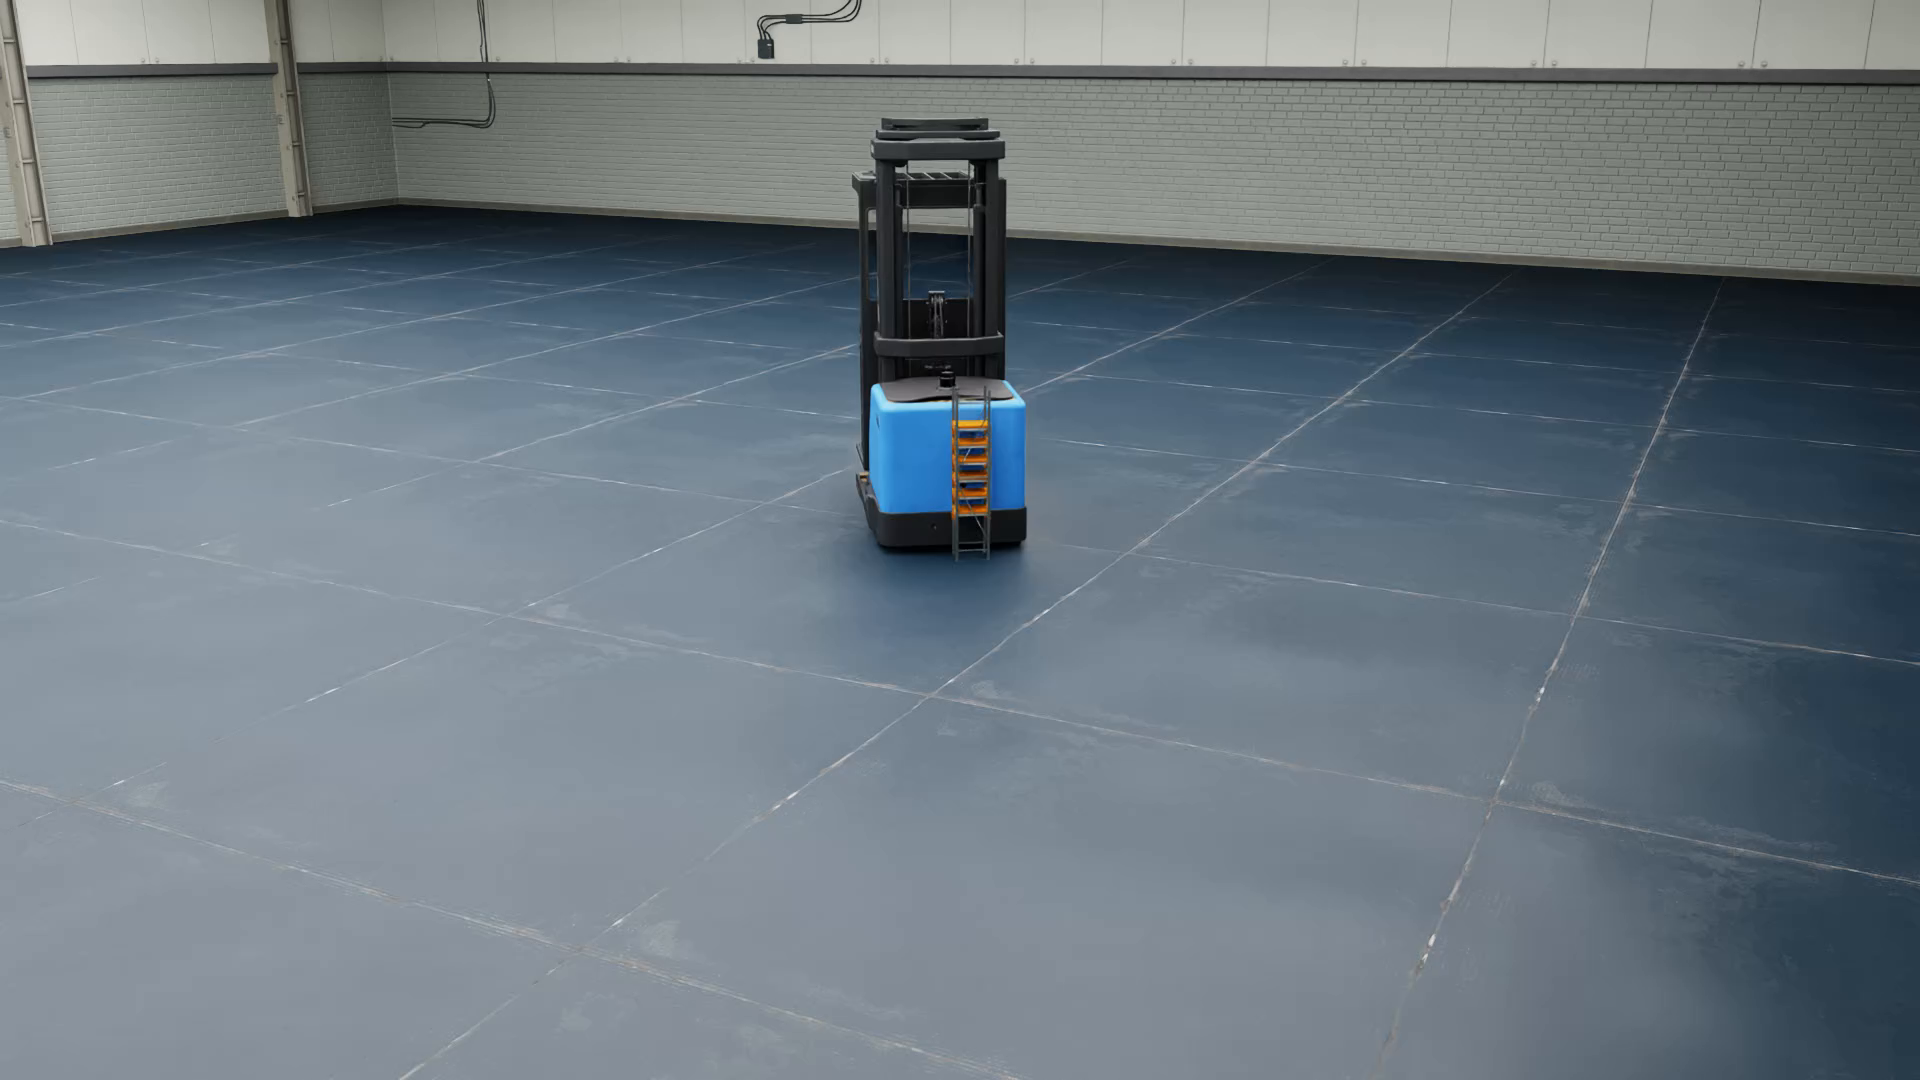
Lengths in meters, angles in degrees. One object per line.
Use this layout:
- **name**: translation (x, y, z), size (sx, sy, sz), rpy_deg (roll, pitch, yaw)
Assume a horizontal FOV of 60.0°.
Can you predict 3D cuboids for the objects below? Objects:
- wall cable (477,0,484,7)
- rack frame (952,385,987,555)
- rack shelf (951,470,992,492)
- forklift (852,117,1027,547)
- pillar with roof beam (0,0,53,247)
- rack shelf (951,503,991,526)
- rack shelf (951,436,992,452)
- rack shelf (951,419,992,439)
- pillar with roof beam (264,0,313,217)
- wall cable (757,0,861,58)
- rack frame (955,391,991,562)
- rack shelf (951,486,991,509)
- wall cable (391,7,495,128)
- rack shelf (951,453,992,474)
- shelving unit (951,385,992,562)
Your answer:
- **wall cable**: translation (-8.956, -12.305, 34.231), size (3.097, 2.526, 0.112), rpy_deg (8, 18, 25)
- **rack frame**: translation (0.064, -0.477, 11.523), size (0.240, 1.200, 0.006), rpy_deg (-2, 17, -7)
- **rack shelf**: translation (0.076, -0.409, 11.449), size (0.258, 0.103, 0.180), rpy_deg (-2, 17, -7)
- **forklift**: translation (-0.236, -1.732, 12.709), size (1.130, 2.935, 3.031), rpy_deg (-2, 17, -7)
- **pillar with roof beam**: translation (-12.705, -9.058, 26.717), size (9.100, 9.000, 0.400), rpy_deg (8, 18, 25)
- **rack shelf**: translation (0.076, -0.179, 11.517), size (0.258, 0.103, 0.180), rpy_deg (-2, 17, -7)
- **rack shelf**: translation (0.076, -0.639, 11.381), size (0.258, 0.103, 0.180), rpy_deg (-2, 17, -7)
- **rack shelf**: translation (0.076, -0.754, 11.347), size (0.258, 0.103, 0.180), rpy_deg (-2, 17, -7)
- **pillar with roof beam**: translation (-10.024, -10.587, 31.863), size (9.100, 9.000, 0.400), rpy_deg (8, 18, 25)
- **wall cable**: translation (-2.890, -12.135, 31.102), size (2.305, 6.003, 0.169), rpy_deg (8, 18, 25)
- **rack frame**: translation (0.088, -0.425, 11.350), size (0.240, 1.200, 0.006), rpy_deg (-2, 17, -7)
- **rack shelf**: translation (0.076, -0.294, 11.483), size (0.258, 0.103, 0.180), rpy_deg (-2, 17, -7)
- **wall cable**: translation (-11.376, -10.228, 36.109), size (3.097, 2.526, 0.112), rpy_deg (8, 18, 25)
- **rack shelf**: translation (0.076, -0.524, 11.415), size (0.258, 0.103, 0.180), rpy_deg (-2, 17, -7)
- **shelving unit**: translation (0.076, -0.451, 11.436), size (0.258, 1.200, 0.189), rpy_deg (-2, 17, -7)
